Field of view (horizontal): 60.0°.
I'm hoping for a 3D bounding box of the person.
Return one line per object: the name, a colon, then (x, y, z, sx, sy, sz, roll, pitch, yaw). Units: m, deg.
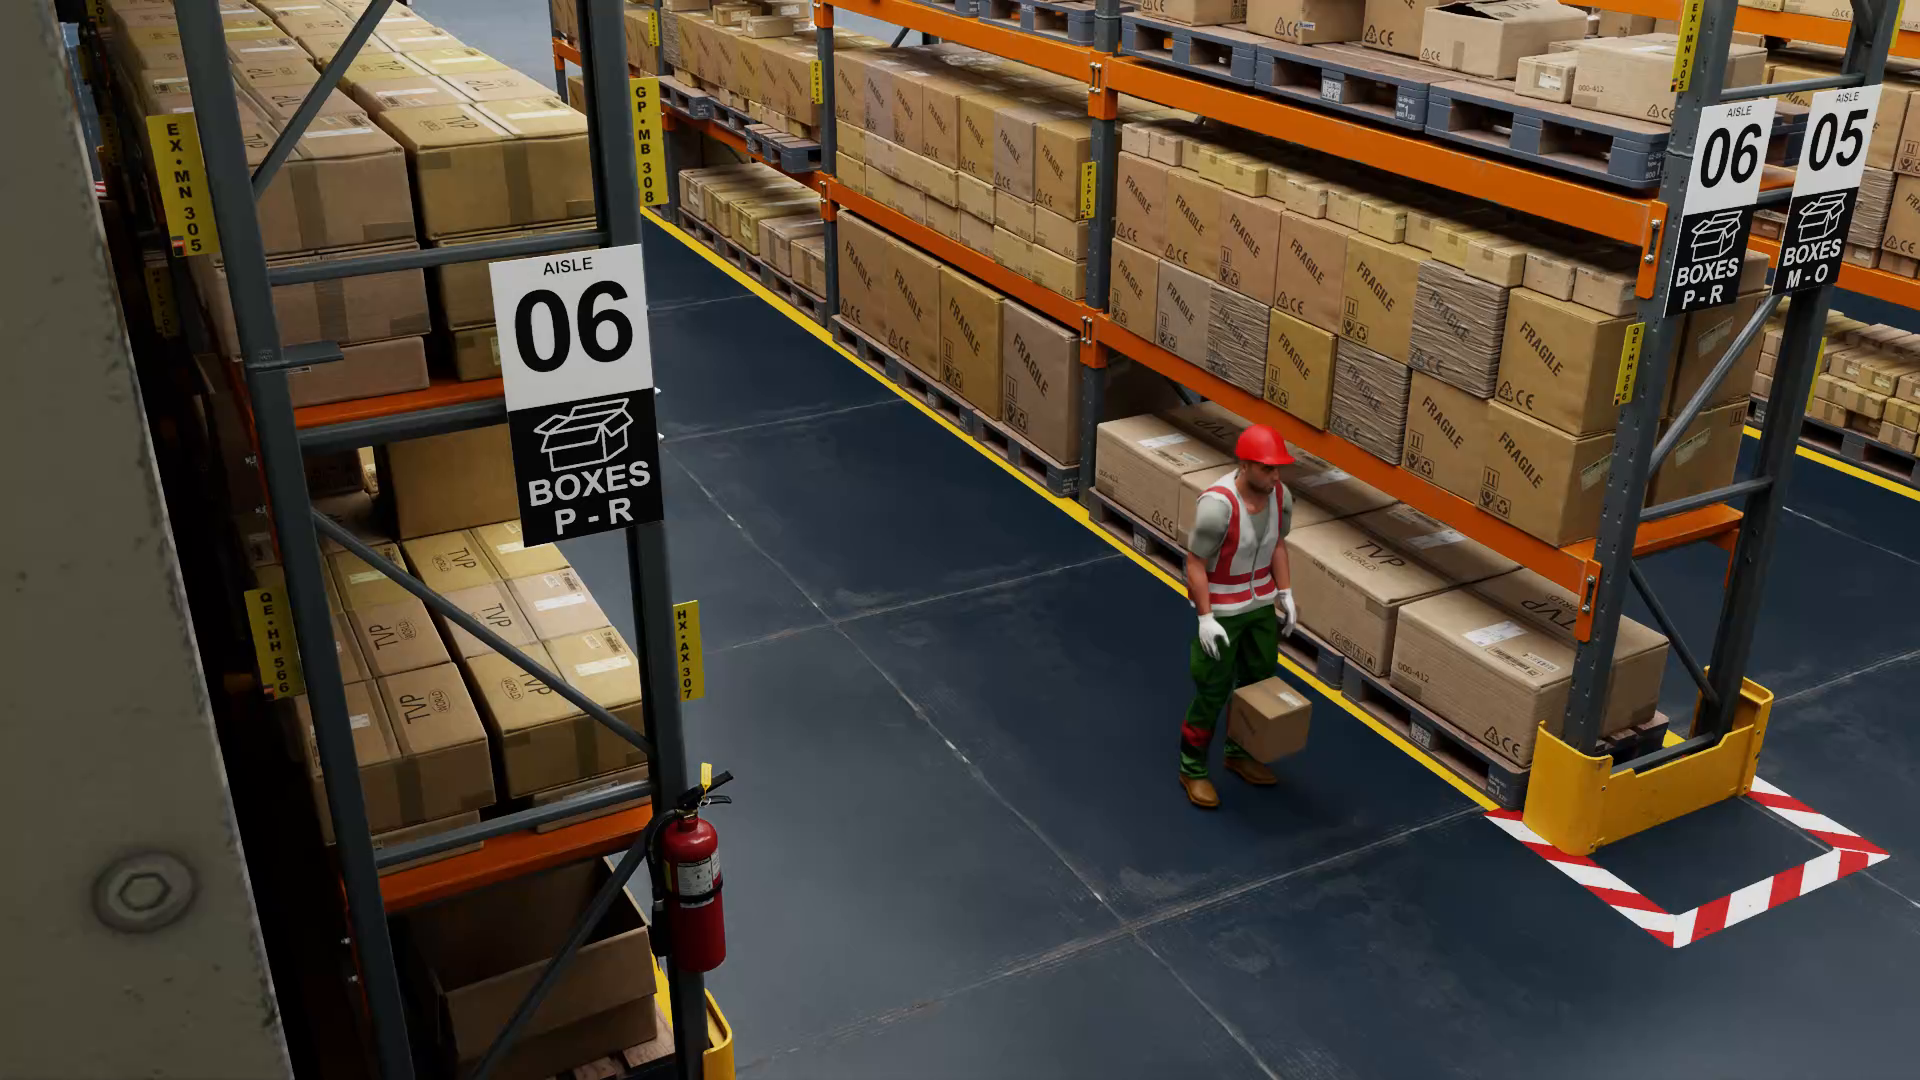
person: (1.243, 0.313, 7.424, 0.555, 1.784, 0.422, -15, 29, -28)
